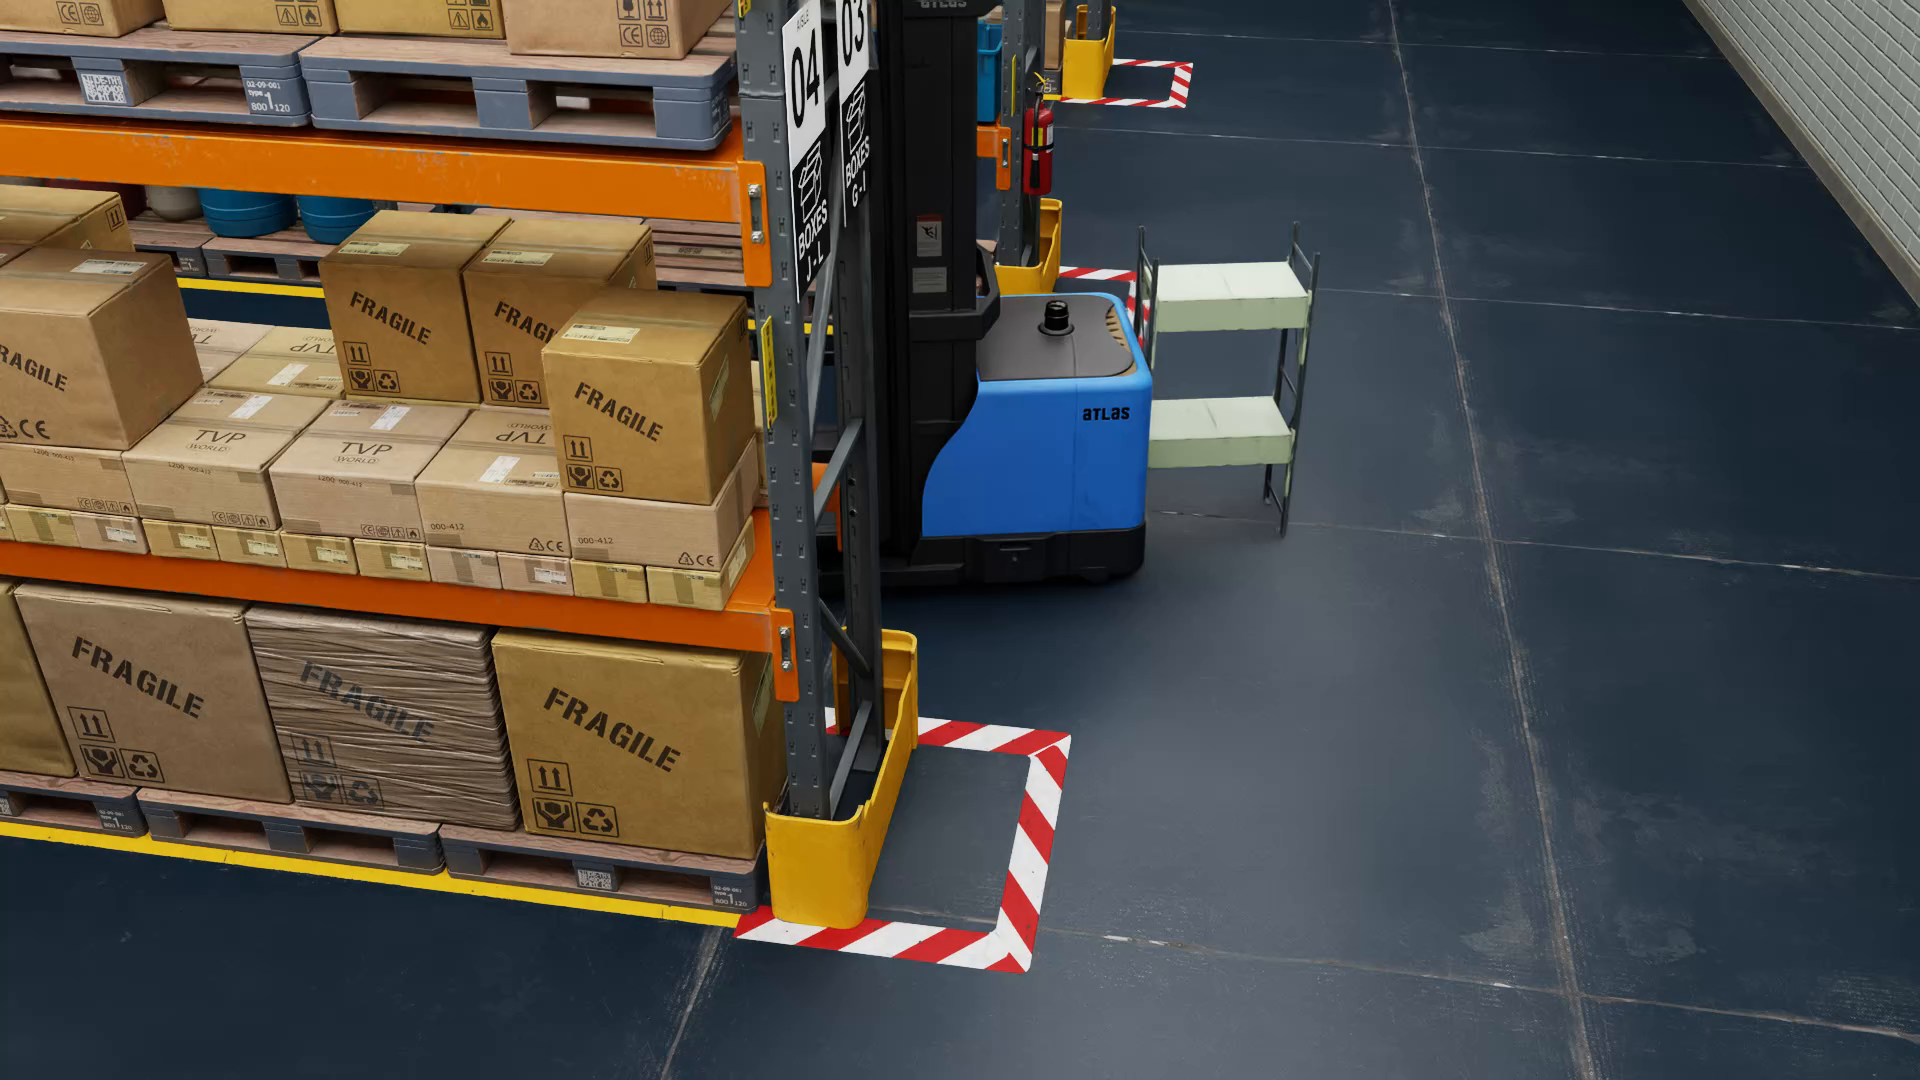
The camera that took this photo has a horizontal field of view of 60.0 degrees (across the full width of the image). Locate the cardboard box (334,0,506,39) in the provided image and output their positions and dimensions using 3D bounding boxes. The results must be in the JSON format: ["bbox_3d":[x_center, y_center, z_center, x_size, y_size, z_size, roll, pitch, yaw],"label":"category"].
[{"bbox_3d":[-1.511,-1.850,4.966,0.500,0.500,0.700,4,32,6],"label":"cardboard box"}]

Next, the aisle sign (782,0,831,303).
[{"bbox_3d":[-0.434,-1.122,4.766,0.004,0.787,0.394,5,32,8],"label":"aisle sign"}]

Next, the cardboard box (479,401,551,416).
[{"bbox_3d":[-1.396,-0.473,6.040,0.500,0.250,0.500,5,32,8],"label":"cardboard box"}]

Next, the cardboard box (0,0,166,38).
[{"bbox_3d":[-2.595,-1.865,4.991,0.500,0.500,0.700,7,33,10],"label":"cardboard box"}]

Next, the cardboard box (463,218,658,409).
[{"bbox_3d":[-1.375,-0.793,5.844,0.500,0.500,0.500,4,32,7],"label":"cardboard box"}]

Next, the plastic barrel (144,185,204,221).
[{"bbox_3d":[-5.337,-2.472,11.322,0.421,0.512,0.421,0,32,0],"label":"plastic barrel"}]

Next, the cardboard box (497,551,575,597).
[{"bbox_3d":[-1.366,0.018,5.631,0.250,0.149,0.380,5,32,8],"label":"cardboard box"}]

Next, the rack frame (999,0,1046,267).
[{"bbox_3d":[0.379,-2.774,9.855,0.127,3.000,1.000,5,32,8],"label":"rack frame"}]

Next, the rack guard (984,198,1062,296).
[{"bbox_3d":[0.405,-1.719,10.525,0.348,0.500,1.175,5,32,8],"label":"rack guard"}]

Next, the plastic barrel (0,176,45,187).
[{"bbox_3d":[-6.451,-2.573,11.483,0.421,0.512,0.421,0,32,0],"label":"plastic barrel"}]

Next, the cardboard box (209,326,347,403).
[{"bbox_3d":[-2.406,-0.564,6.185,0.500,0.250,0.500,5,32,7],"label":"cardboard box"}]

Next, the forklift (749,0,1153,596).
[{"bbox_3d":[-0.666,-1.245,7.477,3.031,2.935,1.130,-2,32,-4],"label":"forklift"}]

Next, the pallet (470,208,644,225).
[{"bbox_3d":[-2.833,-1.904,11.093,1.213,0.211,1.003,5,32,8],"label":"pallet"}]

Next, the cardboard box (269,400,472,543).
[{"bbox_3d":[-1.979,-0.242,5.670,0.500,0.250,0.500,4,32,7],"label":"cardboard box"}]

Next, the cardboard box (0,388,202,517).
[{"bbox_3d":[-2.978,-0.334,5.818,0.500,0.250,0.500,6,33,9],"label":"cardboard box"}]

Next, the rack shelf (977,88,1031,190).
[{"bbox_3d":[-1.593,-2.648,10.331,4.000,0.370,1.077,5,32,8],"label":"rack shelf"}]

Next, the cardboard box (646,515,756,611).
[{"bbox_3d":[-0.861,0.063,5.559,0.250,0.149,0.380,6,33,9],"label":"cardboard box"}]

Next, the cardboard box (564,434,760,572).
[{"bbox_3d":[-0.977,-0.151,5.525,0.500,0.250,0.500,5,32,7],"label":"cardboard box"}]

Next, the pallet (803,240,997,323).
[{"bbox_3d":[-0.428,-1.686,10.745,1.213,0.211,1.003,5,32,8],"label":"pallet"}]

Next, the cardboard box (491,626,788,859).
[{"bbox_3d":[-1.099,0.524,6.193,0.875,0.875,0.875,5,32,8],"label":"cardboard box"}]

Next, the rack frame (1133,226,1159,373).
[{"bbox_3d":[0.863,-0.724,7.993,0.023,1.500,0.400,-2,32,-4],"label":"rack frame"}]

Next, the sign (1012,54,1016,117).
[{"bbox_3d":[0.302,-2.554,9.350,0.005,0.325,0.100,5,32,8],"label":"sign"}]

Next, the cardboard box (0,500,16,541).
[{"bbox_3d":[-3.384,-0.165,5.923,0.250,0.149,0.380,4,32,7],"label":"cardboard box"}]

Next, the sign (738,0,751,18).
[{"bbox_3d":[-0.560,-1.514,4.255,0.005,0.325,0.100,5,32,8],"label":"sign"}]

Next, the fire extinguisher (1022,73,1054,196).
[{"bbox_3d":[0.451,-2.332,9.573,0.183,0.674,0.296,5,32,8],"label":"fire extinguisher"}]

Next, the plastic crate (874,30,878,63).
[{"bbox_3d":[-0.458,-2.982,10.288,0.300,0.233,0.416,5,32,8],"label":"plastic crate"}]

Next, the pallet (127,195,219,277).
[{"bbox_3d":[-5.524,-2.148,11.482,1.213,0.211,1.003,5,32,8],"label":"pallet"}]

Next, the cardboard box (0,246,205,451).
[{"bbox_3d":[-2.971,-0.653,5.620,0.500,0.500,0.500,4,32,7],"label":"cardboard box"}]

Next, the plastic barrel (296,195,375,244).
[{"bbox_3d":[-4.098,-2.477,10.962,0.708,0.901,0.600,5,32,8],"label":"plastic barrel"}]

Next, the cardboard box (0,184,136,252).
[{"bbox_3d":[-3.406,-0.973,6.132,0.500,0.500,0.500,5,32,9],"label":"cardboard box"}]

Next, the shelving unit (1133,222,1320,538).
[{"bbox_3d":[1.228,-0.739,8.017,0.755,1.500,0.431,-2,32,-4],"label":"shelving unit"}]

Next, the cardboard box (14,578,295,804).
[{"bbox_3d":[-2.873,0.363,6.450,0.875,0.875,0.875,5,32,8],"label":"cardboard box"}]

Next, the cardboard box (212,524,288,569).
[{"bbox_3d":[-2.368,-0.073,5.777,0.250,0.149,0.380,6,33,9],"label":"cardboard box"}]

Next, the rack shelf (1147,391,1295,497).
[{"bbox_3d":[1.228,-0.462,8.190,0.720,0.370,0.431,-2,32,-4],"label":"rack shelf"}]

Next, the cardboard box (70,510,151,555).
[{"bbox_3d":[-2.884,-0.118,5.849,0.250,0.149,0.380,6,32,9],"label":"cardboard box"}]

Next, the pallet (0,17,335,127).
[{"bbox_3d":[-2.394,-1.586,5.213,1.213,0.211,1.003,5,32,8],"label":"pallet"}]

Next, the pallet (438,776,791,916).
[{"bbox_3d":[-1.256,0.968,6.505,1.213,0.211,1.003,5,32,8],"label":"pallet"}]

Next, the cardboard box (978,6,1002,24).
[{"bbox_3d":[0.235,-4.627,14.992,0.500,0.250,0.500,5,32,8],"label":"cardboard box"}]

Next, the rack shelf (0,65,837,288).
[{"bbox_3d":[-2.426,-1.329,5.397,4.000,0.370,1.077,5,32,8],"label":"rack shelf"}]

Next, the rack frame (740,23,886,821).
[{"bbox_3d":[-0.455,-0.184,5.716,0.127,3.000,1.000,5,32,8],"label":"rack frame"}]

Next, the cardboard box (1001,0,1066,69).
[{"bbox_3d":[0.638,-4.411,14.411,0.500,0.500,0.500,5,32,8],"label":"cardboard box"}]

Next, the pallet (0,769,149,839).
[{"bbox_3d":[-3.661,0.750,6.853,1.213,0.211,1.003,5,32,8],"label":"pallet"}]

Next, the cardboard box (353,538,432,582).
[{"bbox_3d":[-1.868,-0.027,5.703,0.250,0.149,0.380,4,32,7],"label":"cardboard box"}]
